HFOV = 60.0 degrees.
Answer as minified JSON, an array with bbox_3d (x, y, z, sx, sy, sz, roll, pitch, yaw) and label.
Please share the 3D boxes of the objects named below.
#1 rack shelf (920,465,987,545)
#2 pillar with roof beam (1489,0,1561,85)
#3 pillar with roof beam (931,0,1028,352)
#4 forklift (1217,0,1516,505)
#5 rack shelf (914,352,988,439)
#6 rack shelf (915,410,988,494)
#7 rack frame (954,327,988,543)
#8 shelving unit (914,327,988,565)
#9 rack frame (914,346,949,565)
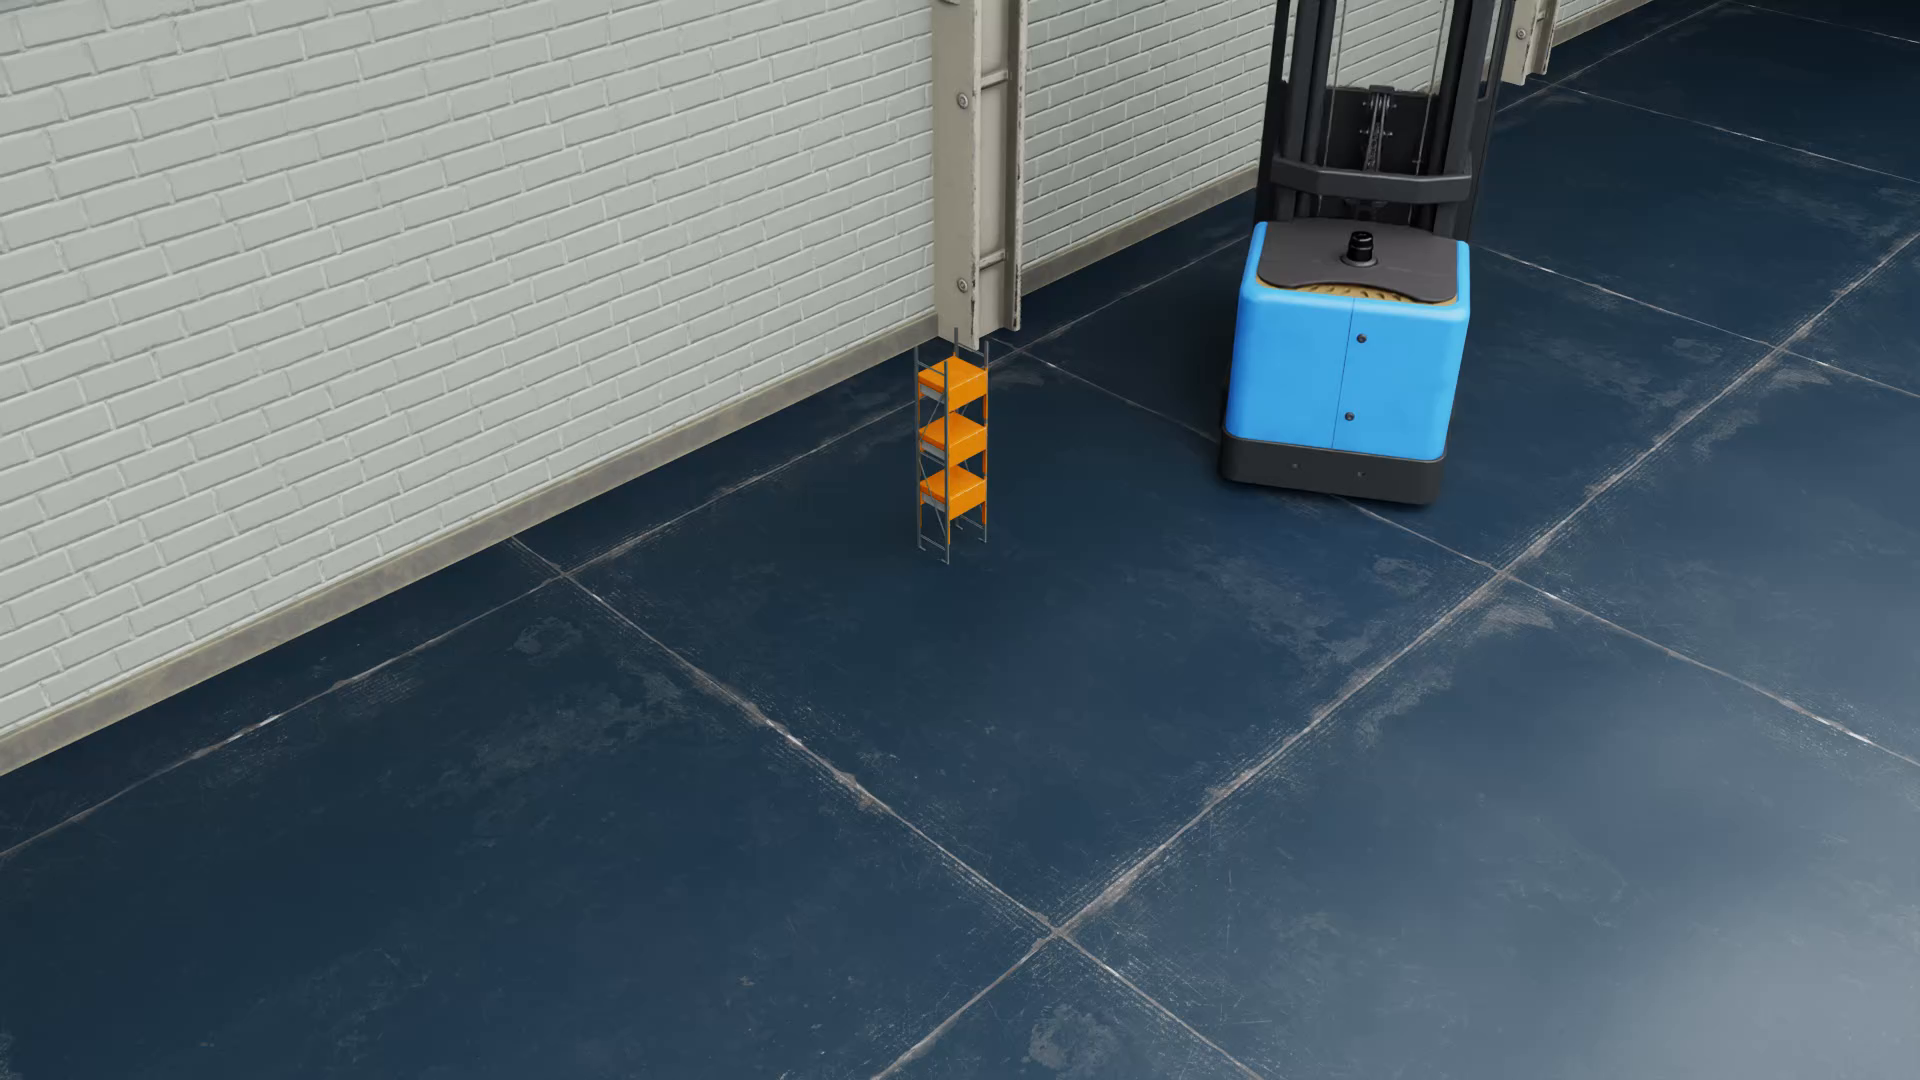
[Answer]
[{"bbox_3d":[-0.038,-0.172,7.584,0.215,0.259,0.240,30,45,35],"label":"rack shelf"},{"bbox_3d":[7.383,-5.580,7.885,9.100,9.000,0.400,30,45,35],"label":"pillar with roof beam"},{"bbox_3d":[3.155,-3.144,4.392,9.100,9.000,0.400,30,45,35],"label":"pillar with roof beam"},{"bbox_3d":[2.104,-2.210,8.356,1.130,2.935,3.031,8,36,11],"label":"forklift"},{"bbox_3d":[-0.038,-0.633,7.262,0.215,0.259,0.240,30,45,35],"label":"rack shelf"},{"bbox_3d":[-0.038,-0.400,7.425,0.215,0.259,0.240,30,45,35],"label":"rack shelf"},{"bbox_3d":[0.048,-0.458,7.490,0.200,1.050,0.008,30,45,35],"label":"rack frame"},{"bbox_3d":[-0.038,-0.409,7.419,0.215,1.050,0.252,30,45,35],"label":"shelving unit"},{"bbox_3d":[-0.124,-0.359,7.347,0.200,1.050,0.008,30,45,35],"label":"rack frame"}]
